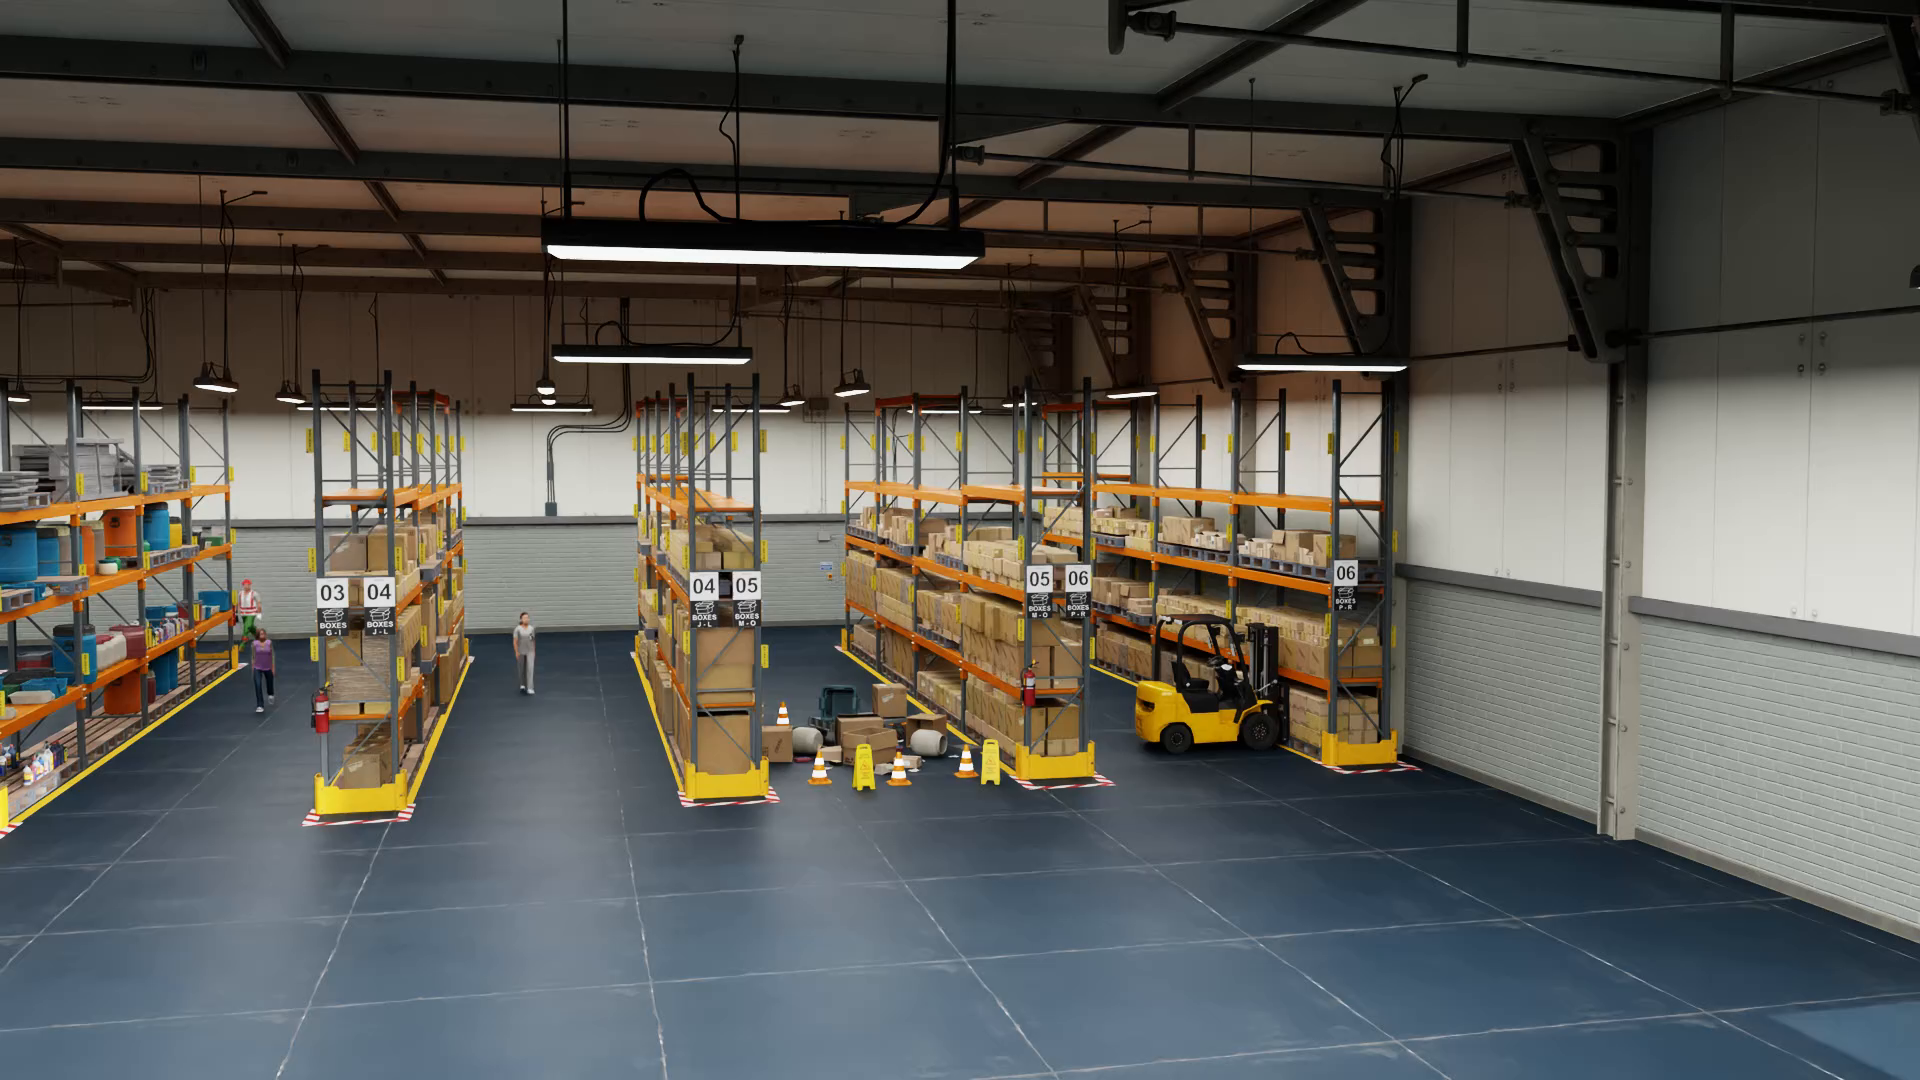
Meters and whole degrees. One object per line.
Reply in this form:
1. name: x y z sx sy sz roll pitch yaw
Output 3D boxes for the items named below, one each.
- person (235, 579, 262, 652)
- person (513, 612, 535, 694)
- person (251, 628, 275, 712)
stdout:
1. person: -17.195 1.803 40.117 0.494 1.728 1.135 1 3 18
2. person: -8.720 2.253 33.247 0.421 1.608 1.061 -1 3 -12
3. person: -13.058 2.406 31.188 0.414 1.562 0.768 -1 3 -16
